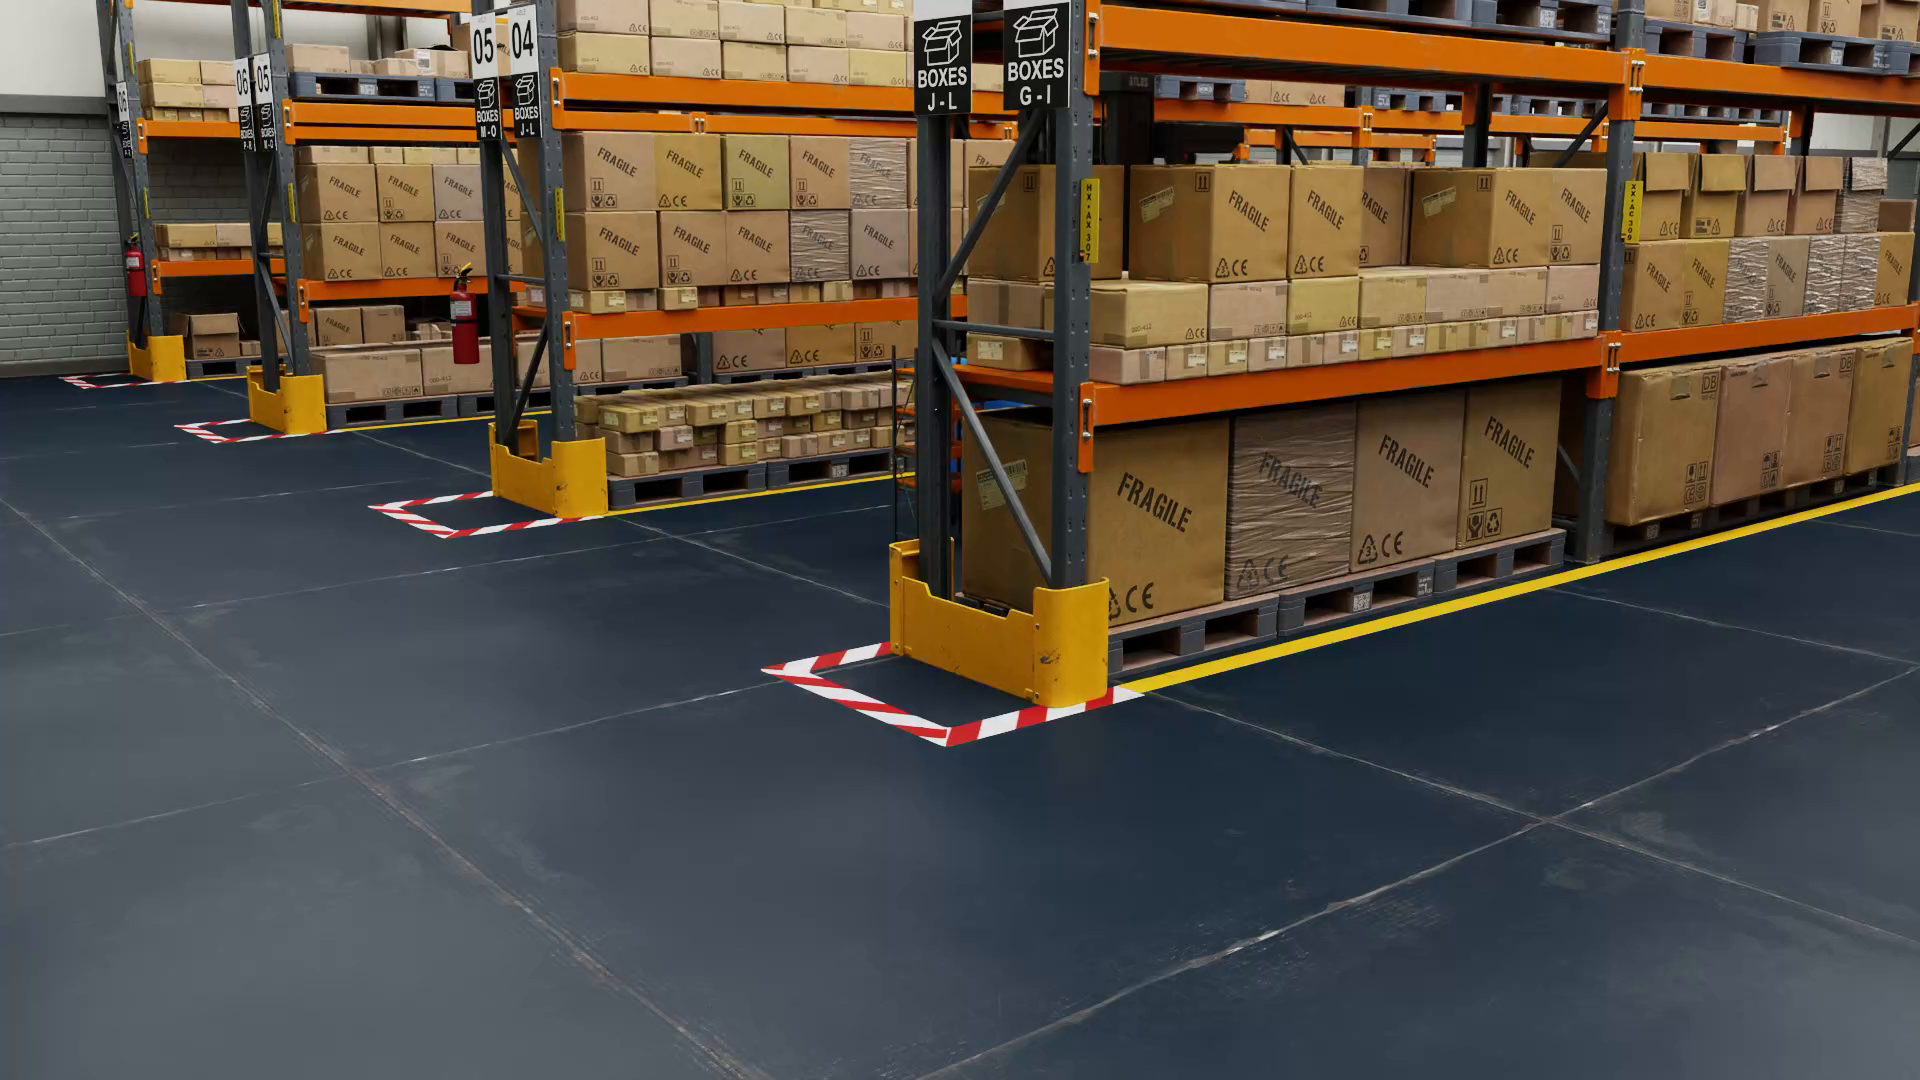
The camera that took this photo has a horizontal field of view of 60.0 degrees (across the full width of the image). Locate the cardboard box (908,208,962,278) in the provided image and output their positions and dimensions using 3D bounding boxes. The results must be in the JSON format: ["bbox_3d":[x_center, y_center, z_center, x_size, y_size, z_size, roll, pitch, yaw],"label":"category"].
[{"bbox_3d":[-0.335,-2.242,12.509,0.500,0.500,0.500,-10,16,-39],"label":"cardboard box"}]

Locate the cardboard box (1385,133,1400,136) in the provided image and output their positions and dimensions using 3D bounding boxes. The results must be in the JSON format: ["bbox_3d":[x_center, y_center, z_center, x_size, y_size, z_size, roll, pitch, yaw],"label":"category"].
[{"bbox_3d":[5.965,-5.756,23.400,0.250,0.149,0.380,-9,15,-36],"label":"cardboard box"}]

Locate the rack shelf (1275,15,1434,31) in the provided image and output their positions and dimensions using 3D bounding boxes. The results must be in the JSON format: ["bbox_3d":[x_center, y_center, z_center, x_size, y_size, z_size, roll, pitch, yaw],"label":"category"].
[{"bbox_3d":[4.910,-6.892,22.660,4.000,0.370,1.077,-9,15,-38],"label":"rack shelf"}]

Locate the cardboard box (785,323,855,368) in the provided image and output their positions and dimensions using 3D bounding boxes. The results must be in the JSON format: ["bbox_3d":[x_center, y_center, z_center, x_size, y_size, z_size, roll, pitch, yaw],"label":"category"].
[{"bbox_3d":[-1.764,-2.391,18.273,0.875,0.875,0.875,-9,15,-36],"label":"cardboard box"}]

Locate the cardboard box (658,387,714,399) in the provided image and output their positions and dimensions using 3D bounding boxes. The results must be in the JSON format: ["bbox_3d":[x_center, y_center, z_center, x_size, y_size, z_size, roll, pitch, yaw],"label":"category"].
[{"bbox_3d":[-1.999,-1.017,12.117,0.250,0.149,0.380,-10,16,-40],"label":"cardboard box"}]

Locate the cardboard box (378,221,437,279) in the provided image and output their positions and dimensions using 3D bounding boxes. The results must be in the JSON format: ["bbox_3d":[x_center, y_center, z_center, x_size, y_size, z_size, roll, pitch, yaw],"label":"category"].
[{"bbox_3d":[-5.091,-2.629,15.047,0.500,0.500,0.500,-10,15,-38],"label":"cardboard box"}]

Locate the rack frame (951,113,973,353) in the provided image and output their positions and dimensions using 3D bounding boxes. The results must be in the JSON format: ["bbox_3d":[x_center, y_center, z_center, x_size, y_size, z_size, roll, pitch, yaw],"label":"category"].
[{"bbox_3d":[0.272,-2.223,13.378,0.127,3.000,1.000,-9,15,-38],"label":"rack frame"}]

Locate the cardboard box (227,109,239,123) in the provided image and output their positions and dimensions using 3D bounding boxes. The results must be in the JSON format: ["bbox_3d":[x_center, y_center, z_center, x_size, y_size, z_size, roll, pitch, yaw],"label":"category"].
[{"bbox_3d":[-8.074,-4.731,18.572,0.250,0.149,0.380,-9,15,-36],"label":"cardboard box"}]

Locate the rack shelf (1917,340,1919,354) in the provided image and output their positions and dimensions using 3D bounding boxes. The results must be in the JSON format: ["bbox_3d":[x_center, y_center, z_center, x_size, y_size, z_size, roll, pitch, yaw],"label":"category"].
[{"bbox_3d":[7.977,-1.833,13.269,4.000,0.370,1.077,-9,15,-38],"label":"rack shelf"}]

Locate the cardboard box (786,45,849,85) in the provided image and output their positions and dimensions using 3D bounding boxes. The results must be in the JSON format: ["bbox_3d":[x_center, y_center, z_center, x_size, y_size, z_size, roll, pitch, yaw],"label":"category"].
[{"bbox_3d":[-1.123,-3.317,11.667,0.500,0.250,0.500,-10,15,-38],"label":"cardboard box"}]

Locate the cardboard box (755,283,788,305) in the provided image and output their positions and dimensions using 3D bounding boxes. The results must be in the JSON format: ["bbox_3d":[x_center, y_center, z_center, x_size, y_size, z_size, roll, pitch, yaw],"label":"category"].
[{"bbox_3d":[-1.423,-1.751,11.758,0.250,0.149,0.380,-10,15,-39],"label":"cardboard box"}]

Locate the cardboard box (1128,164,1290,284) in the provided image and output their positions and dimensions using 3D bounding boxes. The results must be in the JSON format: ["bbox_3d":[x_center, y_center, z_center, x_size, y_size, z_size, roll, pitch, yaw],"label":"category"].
[{"bbox_3d":[1.102,-1.409,7.383,0.500,0.500,0.500,-10,16,-39],"label":"cardboard box"}]

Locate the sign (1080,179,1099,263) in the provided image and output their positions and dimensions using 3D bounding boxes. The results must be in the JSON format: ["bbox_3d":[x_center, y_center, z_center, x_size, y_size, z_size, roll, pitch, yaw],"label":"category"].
[{"bbox_3d":[0.511,-1.258,6.558,0.005,0.325,0.100,-9,15,-38],"label":"sign"}]

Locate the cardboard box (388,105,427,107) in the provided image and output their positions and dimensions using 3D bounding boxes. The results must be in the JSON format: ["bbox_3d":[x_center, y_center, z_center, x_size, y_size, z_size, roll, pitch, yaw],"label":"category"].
[{"bbox_3d":[-6.622,-5.185,19.748,0.500,0.250,0.500,-10,16,-40],"label":"cardboard box"}]

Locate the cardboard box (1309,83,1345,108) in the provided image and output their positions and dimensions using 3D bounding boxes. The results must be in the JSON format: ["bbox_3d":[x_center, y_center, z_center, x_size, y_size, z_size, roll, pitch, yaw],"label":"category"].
[{"bbox_3d":[3.109,-4.143,14.958,0.500,0.500,0.500,-9,15,-38],"label":"cardboard box"}]

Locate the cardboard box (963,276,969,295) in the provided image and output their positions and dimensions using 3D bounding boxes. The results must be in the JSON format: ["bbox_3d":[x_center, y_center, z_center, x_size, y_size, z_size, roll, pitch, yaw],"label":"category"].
[{"bbox_3d":[0.063,-1.974,12.810,0.250,0.149,0.380,-10,16,-39],"label":"cardboard box"}]

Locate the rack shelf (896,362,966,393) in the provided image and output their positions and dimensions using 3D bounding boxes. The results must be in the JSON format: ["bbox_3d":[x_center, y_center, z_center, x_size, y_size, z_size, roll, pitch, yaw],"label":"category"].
[{"bbox_3d":[-0.129,-0.950,9.821,0.480,0.148,0.258,-9,15,-38],"label":"rack shelf"}]

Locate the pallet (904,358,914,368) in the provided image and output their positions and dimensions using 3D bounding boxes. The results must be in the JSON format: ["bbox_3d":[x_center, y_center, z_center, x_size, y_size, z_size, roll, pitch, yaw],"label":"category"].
[{"bbox_3d":[-0.438,-2.078,19.407,1.213,0.211,1.003,-9,15,-38],"label":"pallet"}]

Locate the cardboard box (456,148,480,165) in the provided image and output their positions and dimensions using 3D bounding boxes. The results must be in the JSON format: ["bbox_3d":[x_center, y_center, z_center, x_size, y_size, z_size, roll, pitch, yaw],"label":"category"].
[{"bbox_3d":[-4.550,-3.517,15.259,0.250,0.149,0.380,-9,15,-37],"label":"cardboard box"}]

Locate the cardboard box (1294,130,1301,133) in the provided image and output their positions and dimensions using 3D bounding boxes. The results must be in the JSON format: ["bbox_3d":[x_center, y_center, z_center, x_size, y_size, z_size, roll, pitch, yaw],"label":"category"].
[{"bbox_3d":[4.329,-5.497,22.180,0.250,0.149,0.380,-9,15,-36],"label":"cardboard box"}]

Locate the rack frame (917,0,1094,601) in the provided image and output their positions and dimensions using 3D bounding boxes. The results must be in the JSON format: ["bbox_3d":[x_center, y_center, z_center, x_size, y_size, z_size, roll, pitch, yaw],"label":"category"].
[{"bbox_3d":[0.169,-0.887,7.084,0.127,3.000,1.000,-9,15,-38],"label":"rack frame"}]

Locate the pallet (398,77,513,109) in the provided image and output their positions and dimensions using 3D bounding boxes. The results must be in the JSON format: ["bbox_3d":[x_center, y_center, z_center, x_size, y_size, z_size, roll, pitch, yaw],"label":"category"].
[{"bbox_3d":[-4.496,-4.175,15.562,1.213,0.211,1.003,-9,15,-38],"label":"pallet"}]

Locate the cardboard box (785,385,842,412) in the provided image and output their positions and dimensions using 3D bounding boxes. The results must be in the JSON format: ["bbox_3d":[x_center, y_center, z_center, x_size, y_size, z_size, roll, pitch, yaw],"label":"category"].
[{"bbox_3d":[-1.078,-1.041,12.231,0.250,0.149,0.380,-9,15,-38],"label":"cardboard box"}]

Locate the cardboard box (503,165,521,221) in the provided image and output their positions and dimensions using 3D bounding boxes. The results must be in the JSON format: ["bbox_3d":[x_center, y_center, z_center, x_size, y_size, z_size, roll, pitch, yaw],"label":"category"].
[{"bbox_3d":[-4.284,-3.249,15.562,0.500,0.500,0.500,-9,15,-37],"label":"cardboard box"}]

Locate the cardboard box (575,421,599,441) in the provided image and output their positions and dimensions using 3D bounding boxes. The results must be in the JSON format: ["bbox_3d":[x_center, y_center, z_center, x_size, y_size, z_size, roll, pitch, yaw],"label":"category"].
[{"bbox_3d":[-2.617,-0.776,11.696,0.250,0.149,0.380,-10,16,-39],"label":"cardboard box"}]

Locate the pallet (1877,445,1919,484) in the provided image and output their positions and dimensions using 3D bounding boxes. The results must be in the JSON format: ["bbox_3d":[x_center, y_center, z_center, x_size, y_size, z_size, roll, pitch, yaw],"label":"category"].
[{"bbox_3d":[7.027,-0.662,12.738,1.213,0.211,1.003,-9,15,-38],"label":"pallet"}]

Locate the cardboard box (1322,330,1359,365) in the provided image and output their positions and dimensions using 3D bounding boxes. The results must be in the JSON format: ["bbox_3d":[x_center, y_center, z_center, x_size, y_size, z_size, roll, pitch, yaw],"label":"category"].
[{"bbox_3d":[1.654,-0.924,7.862,0.250,0.149,0.380,-10,15,-38],"label":"cardboard box"}]

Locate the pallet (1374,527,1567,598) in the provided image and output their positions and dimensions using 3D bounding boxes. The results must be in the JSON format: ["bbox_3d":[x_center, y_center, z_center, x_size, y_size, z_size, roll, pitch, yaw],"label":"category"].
[{"bbox_3d":[2.649,0.044,9.413,1.213,0.211,1.003,-9,15,-38],"label":"pallet"}]

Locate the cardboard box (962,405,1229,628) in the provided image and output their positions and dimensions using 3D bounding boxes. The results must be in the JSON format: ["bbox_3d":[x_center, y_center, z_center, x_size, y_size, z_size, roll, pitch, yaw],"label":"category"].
[{"bbox_3d":[0.618,-0.149,7.713,0.875,0.875,0.875,-9,15,-38],"label":"cardboard box"}]

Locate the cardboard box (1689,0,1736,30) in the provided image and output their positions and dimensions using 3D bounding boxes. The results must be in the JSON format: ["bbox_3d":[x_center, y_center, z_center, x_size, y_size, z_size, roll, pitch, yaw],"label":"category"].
[{"bbox_3d":[4.205,-3.163,9.784,0.500,0.311,0.500,-10,16,-40],"label":"cardboard box"}]

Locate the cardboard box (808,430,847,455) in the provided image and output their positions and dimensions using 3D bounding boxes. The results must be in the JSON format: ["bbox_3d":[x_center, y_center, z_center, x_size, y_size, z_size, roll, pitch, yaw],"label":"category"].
[{"bbox_3d":[-1.042,-0.734,12.218,0.250,0.149,0.380,-9,15,-38],"label":"cardboard box"}]

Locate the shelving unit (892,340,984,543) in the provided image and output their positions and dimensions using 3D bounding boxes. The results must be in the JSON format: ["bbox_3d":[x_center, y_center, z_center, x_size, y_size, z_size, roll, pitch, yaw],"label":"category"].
[{"bbox_3d":[-0.129,-0.565,9.903,0.503,1.200,0.258,-9,15,-38],"label":"shelving unit"}]

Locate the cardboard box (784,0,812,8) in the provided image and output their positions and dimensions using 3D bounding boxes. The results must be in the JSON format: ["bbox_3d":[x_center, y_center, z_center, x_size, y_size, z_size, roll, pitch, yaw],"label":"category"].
[{"bbox_3d":[-1.225,-3.740,11.495,0.250,0.149,0.380,-9,15,-36],"label":"cardboard box"}]

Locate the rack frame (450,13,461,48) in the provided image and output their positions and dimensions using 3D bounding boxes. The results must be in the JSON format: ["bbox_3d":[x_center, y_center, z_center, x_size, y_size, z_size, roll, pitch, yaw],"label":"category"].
[{"bbox_3d":[-6.003,-6.752,20.264,0.127,3.000,1.000,-9,15,-38],"label":"rack frame"}]

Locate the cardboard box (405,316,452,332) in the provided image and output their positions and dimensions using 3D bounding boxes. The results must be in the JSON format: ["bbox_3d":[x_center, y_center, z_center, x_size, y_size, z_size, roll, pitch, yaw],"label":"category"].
[{"bbox_3d":[-6.666,-2.661,20.899,0.500,0.311,0.500,-9,15,-36],"label":"cardboard box"}]

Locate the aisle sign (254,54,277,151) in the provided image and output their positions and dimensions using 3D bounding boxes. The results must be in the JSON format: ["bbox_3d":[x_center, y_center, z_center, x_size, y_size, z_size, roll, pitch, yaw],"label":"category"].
[{"bbox_3d":[-5.897,-3.709,14.118,0.004,0.787,0.394,-9,15,-38],"label":"aisle sign"}]

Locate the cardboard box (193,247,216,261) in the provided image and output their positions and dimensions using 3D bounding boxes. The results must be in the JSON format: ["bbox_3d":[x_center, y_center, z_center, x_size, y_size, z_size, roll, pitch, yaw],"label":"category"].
[{"bbox_3d":[-8.528,-3.215,18.650,0.250,0.149,0.380,-9,15,-36],"label":"cardboard box"}]

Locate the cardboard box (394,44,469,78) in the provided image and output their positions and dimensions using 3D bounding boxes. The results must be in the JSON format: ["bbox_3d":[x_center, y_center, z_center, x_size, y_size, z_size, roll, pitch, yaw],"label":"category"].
[{"bbox_3d":[-4.822,-4.358,15.173,0.500,0.311,0.500,-9,15,-37],"label":"cardboard box"}]

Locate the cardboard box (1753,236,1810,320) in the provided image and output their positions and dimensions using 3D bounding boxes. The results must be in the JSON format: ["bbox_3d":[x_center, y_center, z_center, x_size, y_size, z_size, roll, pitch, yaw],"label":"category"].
[{"bbox_3d":[4.991,-1.672,10.541,0.500,0.500,0.500,-9,15,-37],"label":"cardboard box"}]

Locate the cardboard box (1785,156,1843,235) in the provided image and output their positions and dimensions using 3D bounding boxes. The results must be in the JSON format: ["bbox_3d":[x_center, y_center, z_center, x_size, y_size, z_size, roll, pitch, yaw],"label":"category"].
[{"bbox_3d":[5.324,-2.288,11.027,0.637,0.503,0.797,-9,15,-36],"label":"cardboard box"}]

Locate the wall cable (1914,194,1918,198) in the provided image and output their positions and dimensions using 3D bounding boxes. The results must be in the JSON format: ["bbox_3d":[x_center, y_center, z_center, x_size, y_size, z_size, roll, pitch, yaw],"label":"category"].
[{"bbox_3d":[28.813,-10.907,47.305,0.112,2.526,3.097,-9,15,-38],"label":"wall cable"}]

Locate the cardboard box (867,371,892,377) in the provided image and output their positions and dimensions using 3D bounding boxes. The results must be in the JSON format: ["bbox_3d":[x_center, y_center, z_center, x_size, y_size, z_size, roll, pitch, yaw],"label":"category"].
[{"bbox_3d":[-0.545,-1.247,13.201,0.250,0.149,0.380,-10,15,-38],"label":"cardboard box"}]

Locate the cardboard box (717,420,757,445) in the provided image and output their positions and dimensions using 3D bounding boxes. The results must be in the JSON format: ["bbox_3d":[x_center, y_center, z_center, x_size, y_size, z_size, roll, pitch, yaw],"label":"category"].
[{"bbox_3d":[-1.629,-0.775,11.695,0.250,0.149,0.380,-9,15,-36],"label":"cardboard box"}]

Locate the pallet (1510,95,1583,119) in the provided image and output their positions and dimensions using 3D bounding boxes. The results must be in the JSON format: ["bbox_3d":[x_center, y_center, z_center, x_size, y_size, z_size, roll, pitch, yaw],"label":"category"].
[{"bbox_3d":[5.834,-4.508,17.377,1.217,0.209,0.805,-10,16,-40],"label":"pallet"}]

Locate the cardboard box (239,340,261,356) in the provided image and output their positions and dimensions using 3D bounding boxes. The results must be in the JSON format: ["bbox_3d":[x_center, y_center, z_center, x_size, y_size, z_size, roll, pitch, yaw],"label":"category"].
[{"bbox_3d":[-8.233,-2.222,19.226,0.250,0.149,0.380,-10,16,-40],"label":"cardboard box"}]

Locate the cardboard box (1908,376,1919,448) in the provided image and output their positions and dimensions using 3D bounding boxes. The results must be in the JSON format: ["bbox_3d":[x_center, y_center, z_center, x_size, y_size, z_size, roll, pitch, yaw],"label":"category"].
[{"bbox_3d":[6.926,-1.008,12.611,0.500,0.500,0.700,-10,16,-41],"label":"cardboard box"}]

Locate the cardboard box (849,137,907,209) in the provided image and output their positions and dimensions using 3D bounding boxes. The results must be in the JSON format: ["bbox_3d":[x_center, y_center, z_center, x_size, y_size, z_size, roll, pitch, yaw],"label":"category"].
[{"bbox_3d":[-0.735,-2.670,12.117,0.500,0.500,0.500,-9,15,-36],"label":"cardboard box"}]

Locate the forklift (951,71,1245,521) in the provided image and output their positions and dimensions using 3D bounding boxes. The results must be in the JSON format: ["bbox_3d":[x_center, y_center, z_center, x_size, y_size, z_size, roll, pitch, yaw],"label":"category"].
[{"bbox_3d":[1.153,-1.689,11.029,1.130,2.935,3.031,12,17,44],"label":"forklift"}]

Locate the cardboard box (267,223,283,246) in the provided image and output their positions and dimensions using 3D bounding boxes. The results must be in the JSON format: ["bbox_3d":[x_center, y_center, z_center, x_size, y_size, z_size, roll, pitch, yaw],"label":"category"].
[{"bbox_3d":[-7.816,-3.518,19.119,0.500,0.250,0.500,-10,15,-39],"label":"cardboard box"}]

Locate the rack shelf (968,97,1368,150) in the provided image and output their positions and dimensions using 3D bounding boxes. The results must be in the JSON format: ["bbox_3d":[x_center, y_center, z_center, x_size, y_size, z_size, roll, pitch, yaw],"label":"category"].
[{"bbox_3d":[1.834,-3.598,14.364,4.000,0.370,1.077,-9,15,-38],"label":"rack shelf"}]

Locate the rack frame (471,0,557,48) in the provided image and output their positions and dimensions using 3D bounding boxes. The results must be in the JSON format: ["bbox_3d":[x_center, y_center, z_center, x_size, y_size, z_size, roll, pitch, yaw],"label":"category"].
[{"bbox_3d":[-2.851,-4.639,10.311,0.127,3.000,1.000,-9,15,-38],"label":"rack frame"}]

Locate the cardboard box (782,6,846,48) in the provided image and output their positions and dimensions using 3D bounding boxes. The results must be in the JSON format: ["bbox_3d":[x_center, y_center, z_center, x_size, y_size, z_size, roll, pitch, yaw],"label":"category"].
[{"bbox_3d":[-1.143,-3.555,11.585,0.500,0.250,0.500,-10,16,-40],"label":"cardboard box"}]

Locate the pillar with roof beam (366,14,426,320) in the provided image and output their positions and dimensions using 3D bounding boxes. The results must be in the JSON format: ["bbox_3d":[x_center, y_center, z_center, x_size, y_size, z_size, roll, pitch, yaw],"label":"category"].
[{"bbox_3d":[-4.420,-6.110,17.238,0.400,9.000,9.100,-9,15,-38],"label":"pillar with roof beam"}]

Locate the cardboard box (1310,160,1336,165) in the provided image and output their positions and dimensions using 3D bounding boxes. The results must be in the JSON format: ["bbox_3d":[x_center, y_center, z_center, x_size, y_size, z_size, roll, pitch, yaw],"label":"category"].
[{"bbox_3d":[4.649,-4.880,22.526,0.500,0.500,0.700,-10,15,-39],"label":"cardboard box"}]

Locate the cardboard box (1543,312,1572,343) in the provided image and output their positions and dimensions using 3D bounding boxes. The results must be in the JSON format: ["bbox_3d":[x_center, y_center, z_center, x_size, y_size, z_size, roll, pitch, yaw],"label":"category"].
[{"bbox_3d":[3.057,-1.157,8.960,0.250,0.149,0.380,-9,15,-37],"label":"cardboard box"}]

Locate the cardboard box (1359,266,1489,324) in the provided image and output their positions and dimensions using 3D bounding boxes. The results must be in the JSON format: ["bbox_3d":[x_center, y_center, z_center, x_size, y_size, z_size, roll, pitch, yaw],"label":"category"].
[{"bbox_3d":[2.310,-1.244,8.412,0.500,0.250,0.500,-9,15,-37],"label":"cardboard box"}]
